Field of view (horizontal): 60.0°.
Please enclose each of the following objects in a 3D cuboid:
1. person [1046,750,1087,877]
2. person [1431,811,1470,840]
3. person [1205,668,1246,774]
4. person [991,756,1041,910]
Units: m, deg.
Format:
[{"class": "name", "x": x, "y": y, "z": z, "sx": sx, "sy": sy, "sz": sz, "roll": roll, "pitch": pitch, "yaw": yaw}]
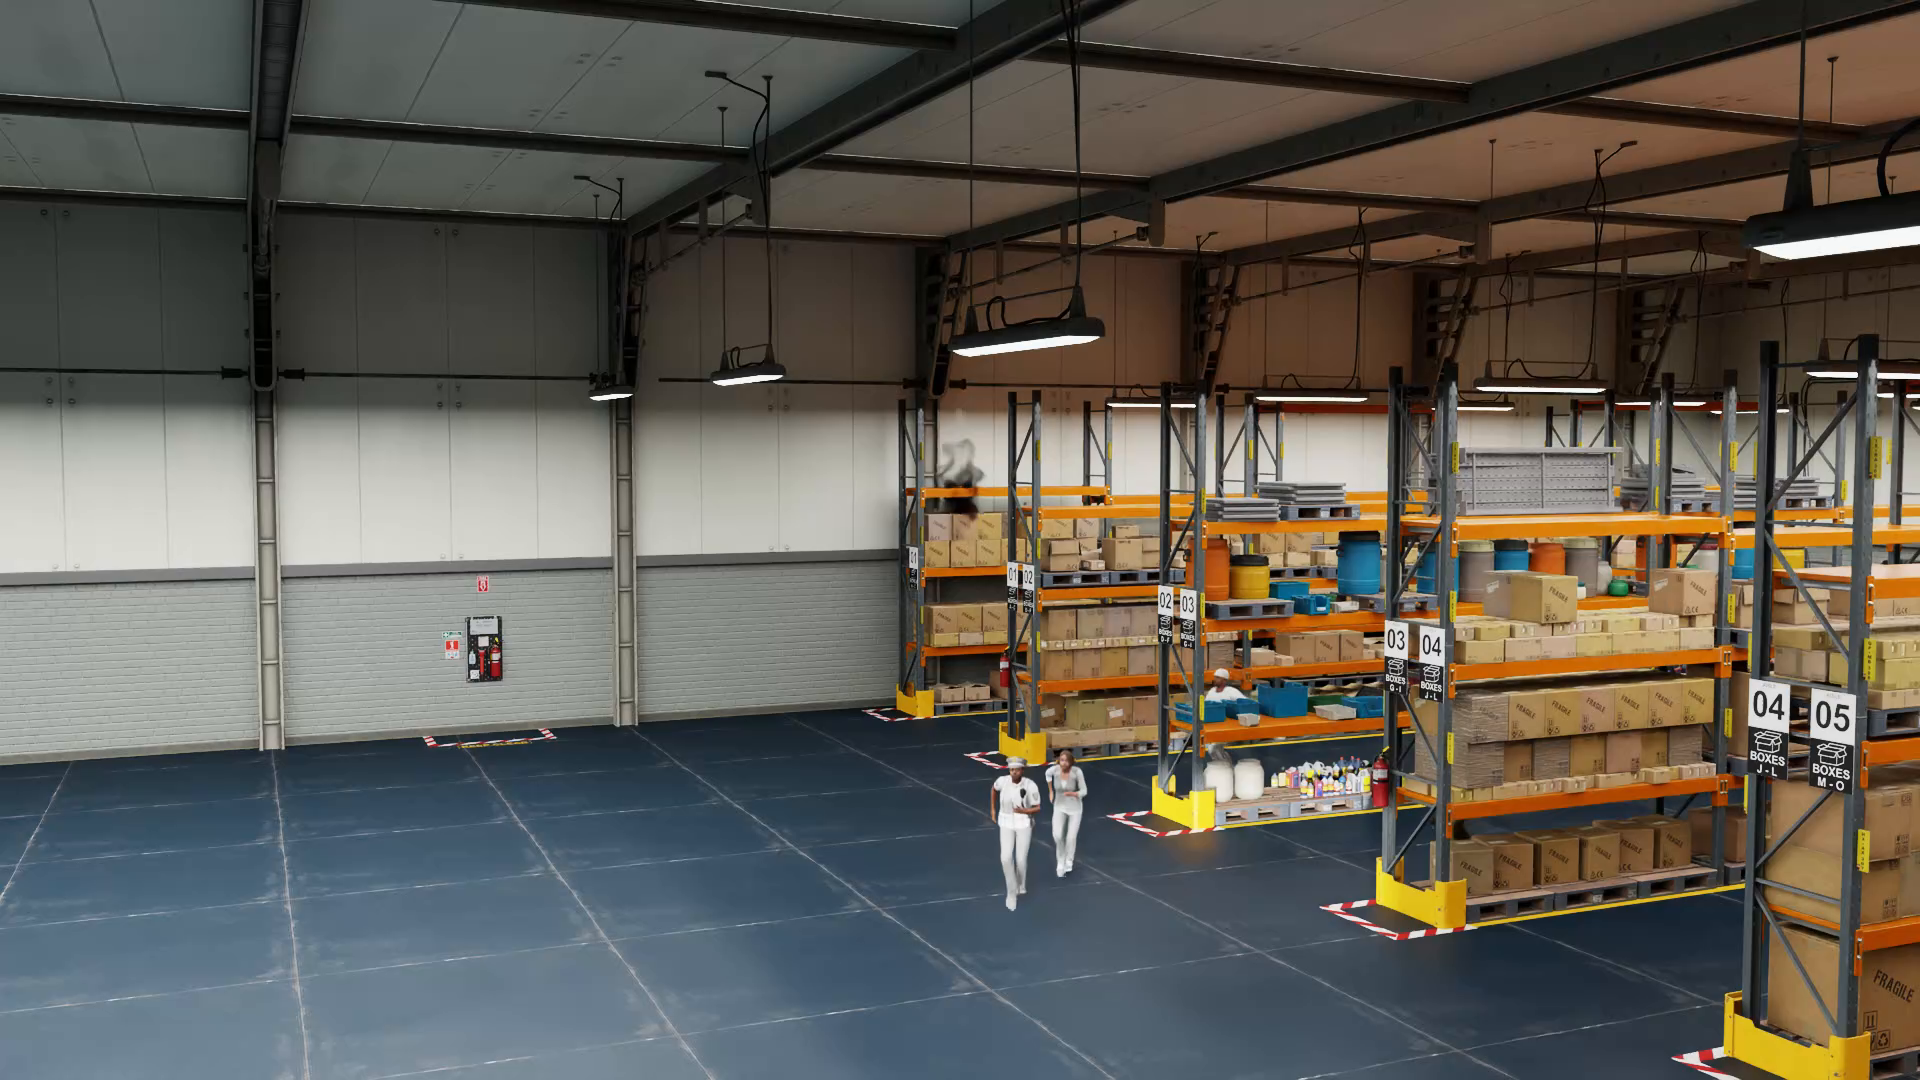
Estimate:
[{"class": "person", "x": 1.255, "y": 3.241, "z": 19.690, "sx": 0.520, "sy": 1.523, "sz": 0.785, "roll": 1, "pitch": 3, "yaw": 10}, {"class": "person", "x": 6.056, "y": 3.101, "z": 20.323, "sx": 0.628, "sy": 1.746, "sz": 0.722, "roll": -2, "pitch": 4, "yaw": -25}, {"class": "person", "x": 3.892, "y": 2.831, "z": 24.908, "sx": 0.731, "sy": 1.816, "sz": 0.684, "roll": -2, "pitch": 4, "yaw": -28}, {"class": "person", "x": 0.624, "y": 3.238, "z": 18.620, "sx": 0.600, "sy": 1.716, "sz": 0.827, "roll": 1, "pitch": 3, "yaw": 10}]
